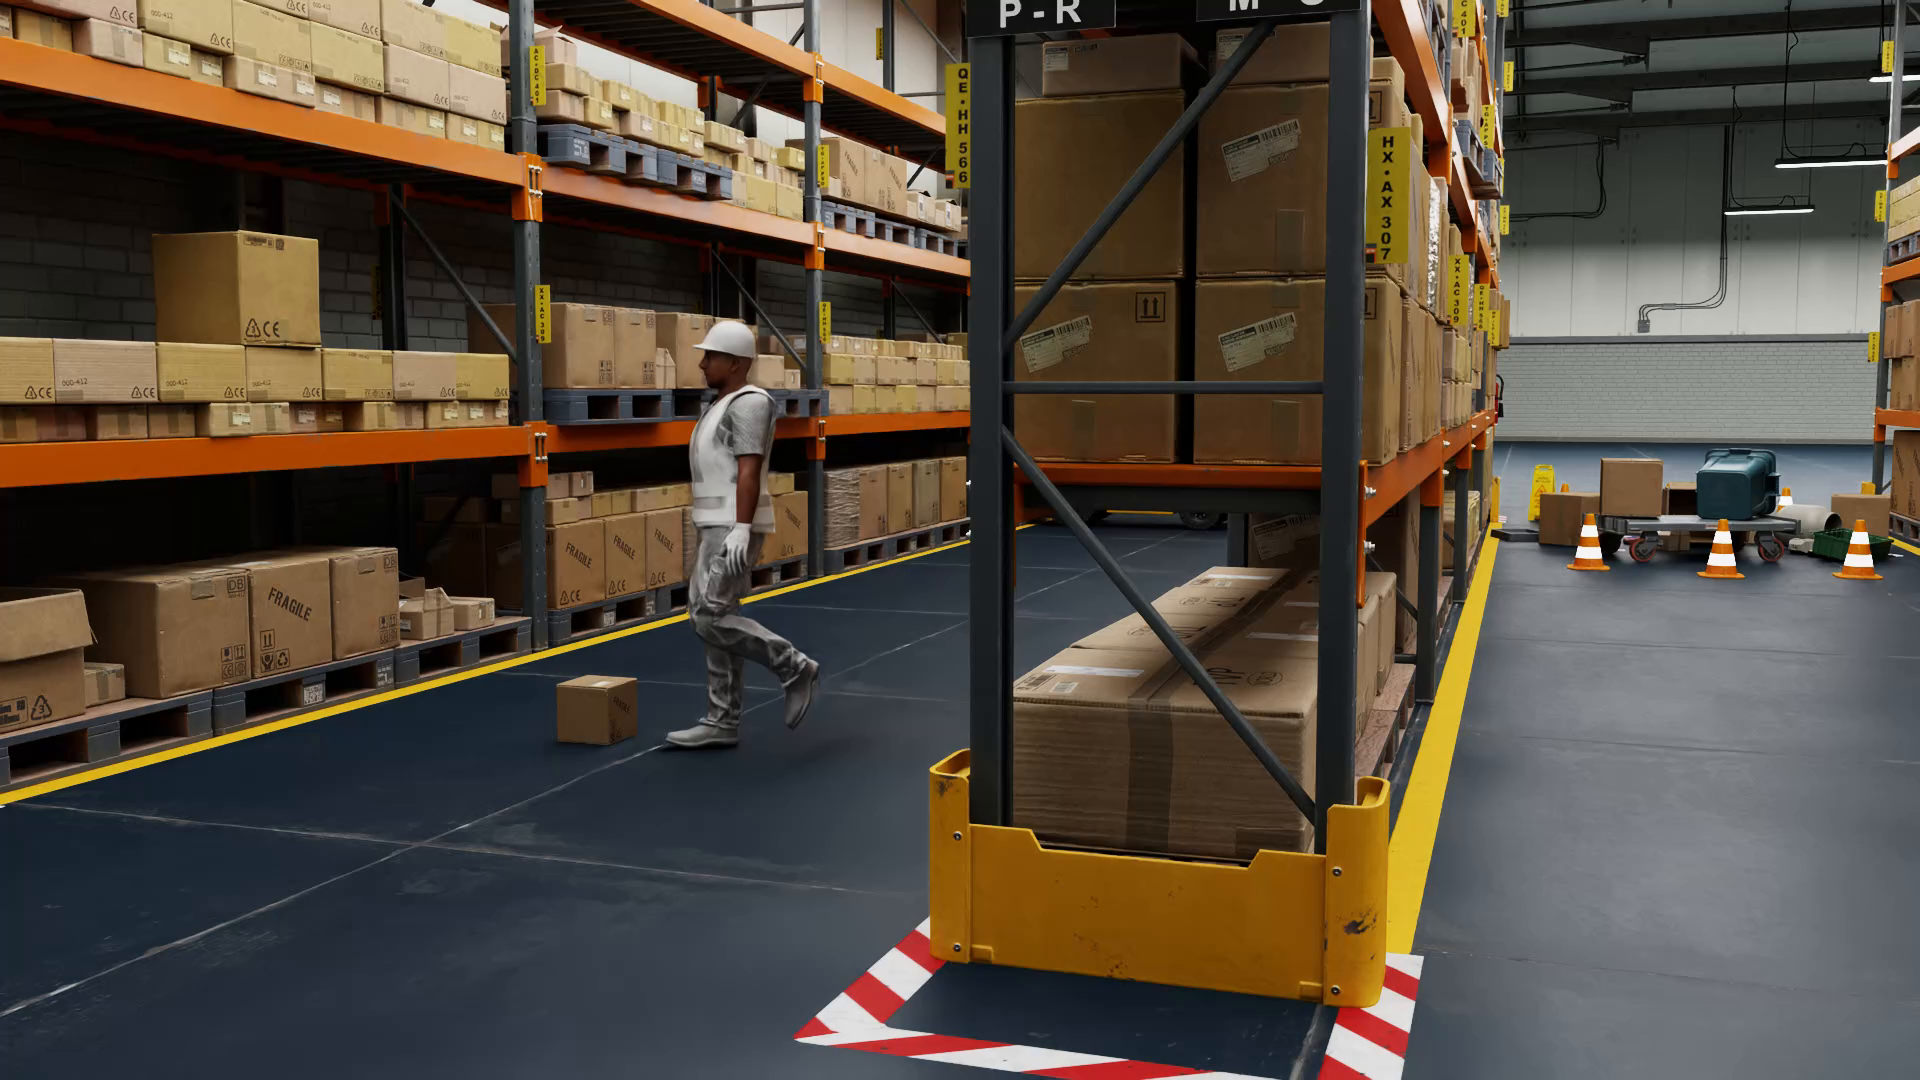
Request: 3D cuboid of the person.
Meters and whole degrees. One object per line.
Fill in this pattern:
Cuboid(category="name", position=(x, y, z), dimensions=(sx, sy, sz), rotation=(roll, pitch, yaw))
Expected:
Cuboid(category="person", position=(-0.952, -0.025, 6.998), dimensions=(0.601, 1.785, 0.604), rotation=(-2, 5, -19))
